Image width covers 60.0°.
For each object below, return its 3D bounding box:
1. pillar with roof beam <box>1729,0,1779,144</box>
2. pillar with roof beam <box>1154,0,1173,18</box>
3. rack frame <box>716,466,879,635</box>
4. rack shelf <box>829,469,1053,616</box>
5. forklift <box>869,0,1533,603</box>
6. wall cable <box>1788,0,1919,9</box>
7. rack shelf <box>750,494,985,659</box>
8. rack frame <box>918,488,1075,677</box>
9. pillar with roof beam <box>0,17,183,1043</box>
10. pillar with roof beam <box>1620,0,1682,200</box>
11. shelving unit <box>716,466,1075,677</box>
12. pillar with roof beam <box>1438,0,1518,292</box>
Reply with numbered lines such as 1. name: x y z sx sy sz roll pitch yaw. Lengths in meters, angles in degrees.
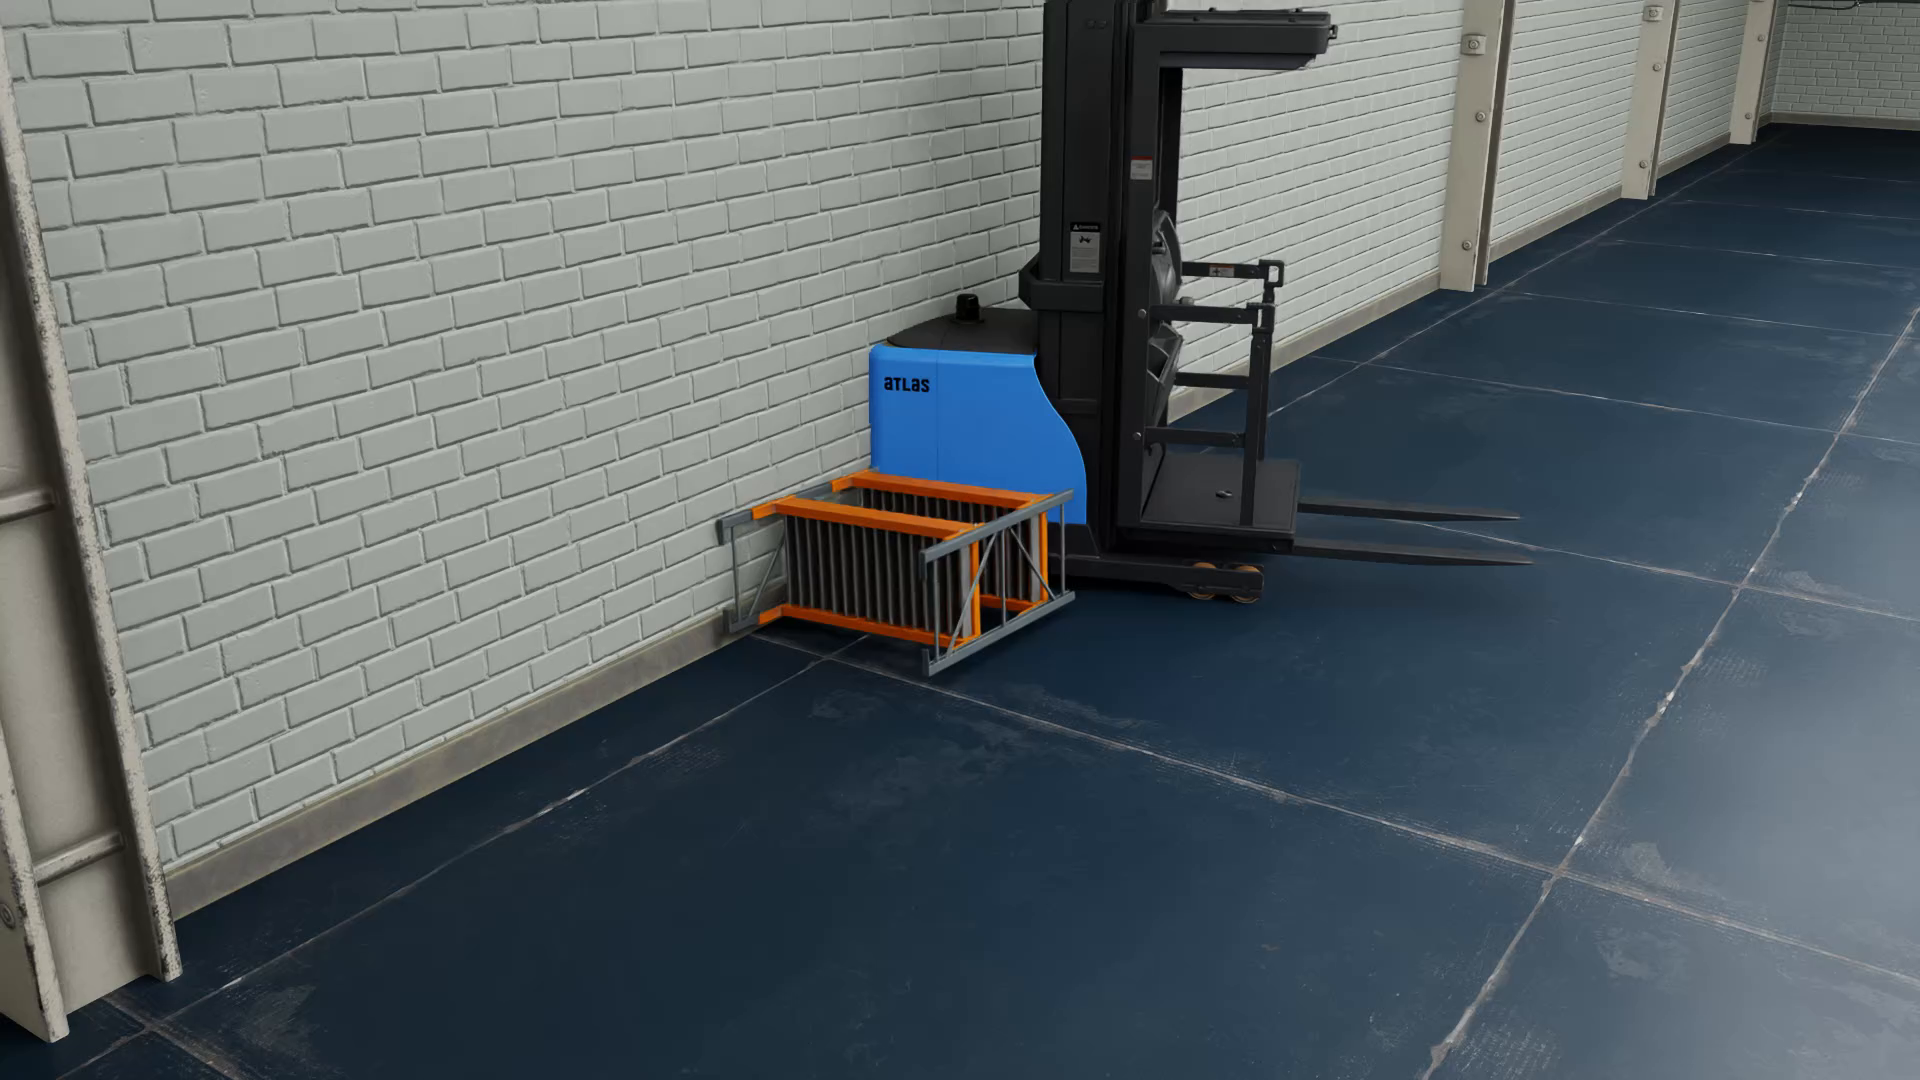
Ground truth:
1. pillar with roof beam: 14.550 -8.977 19.563 9.100 9.000 0.400 13 24 32
2. pillar with roof beam: 4.431 -3.813 5.601 9.100 9.000 0.400 13 24 32
3. rack frame: -0.671 0.023 7.355 0.032 0.500 1.125 9 19 33
4. rack shelf: -0.086 0.018 7.313 1.000 0.538 0.278 9 19 33
5. forklift: 1.125 -1.292 7.532 3.031 2.935 1.130 4 21 12
6. wall cable: 13.739 -8.948 23.959 3.097 2.526 0.112 13 24 32
7. rack shelf: -0.385 0.146 6.885 1.000 0.538 0.278 9 19 33
8. rack frame: 0.174 0.153 6.805 0.032 0.500 1.125 9 19 33
9. pillar with roof beam: 1.059 -2.091 0.947 9.100 9.000 0.400 13 24 32
10. pillar with roof beam: 11.177 -7.256 14.909 9.100 9.000 0.400 13 24 32
11. shelving unit: -0.249 0.088 7.080 1.048 0.538 1.125 9 19 33
12. pillar with roof beam: 7.804 -5.534 10.255 9.100 9.000 0.400 13 24 32
